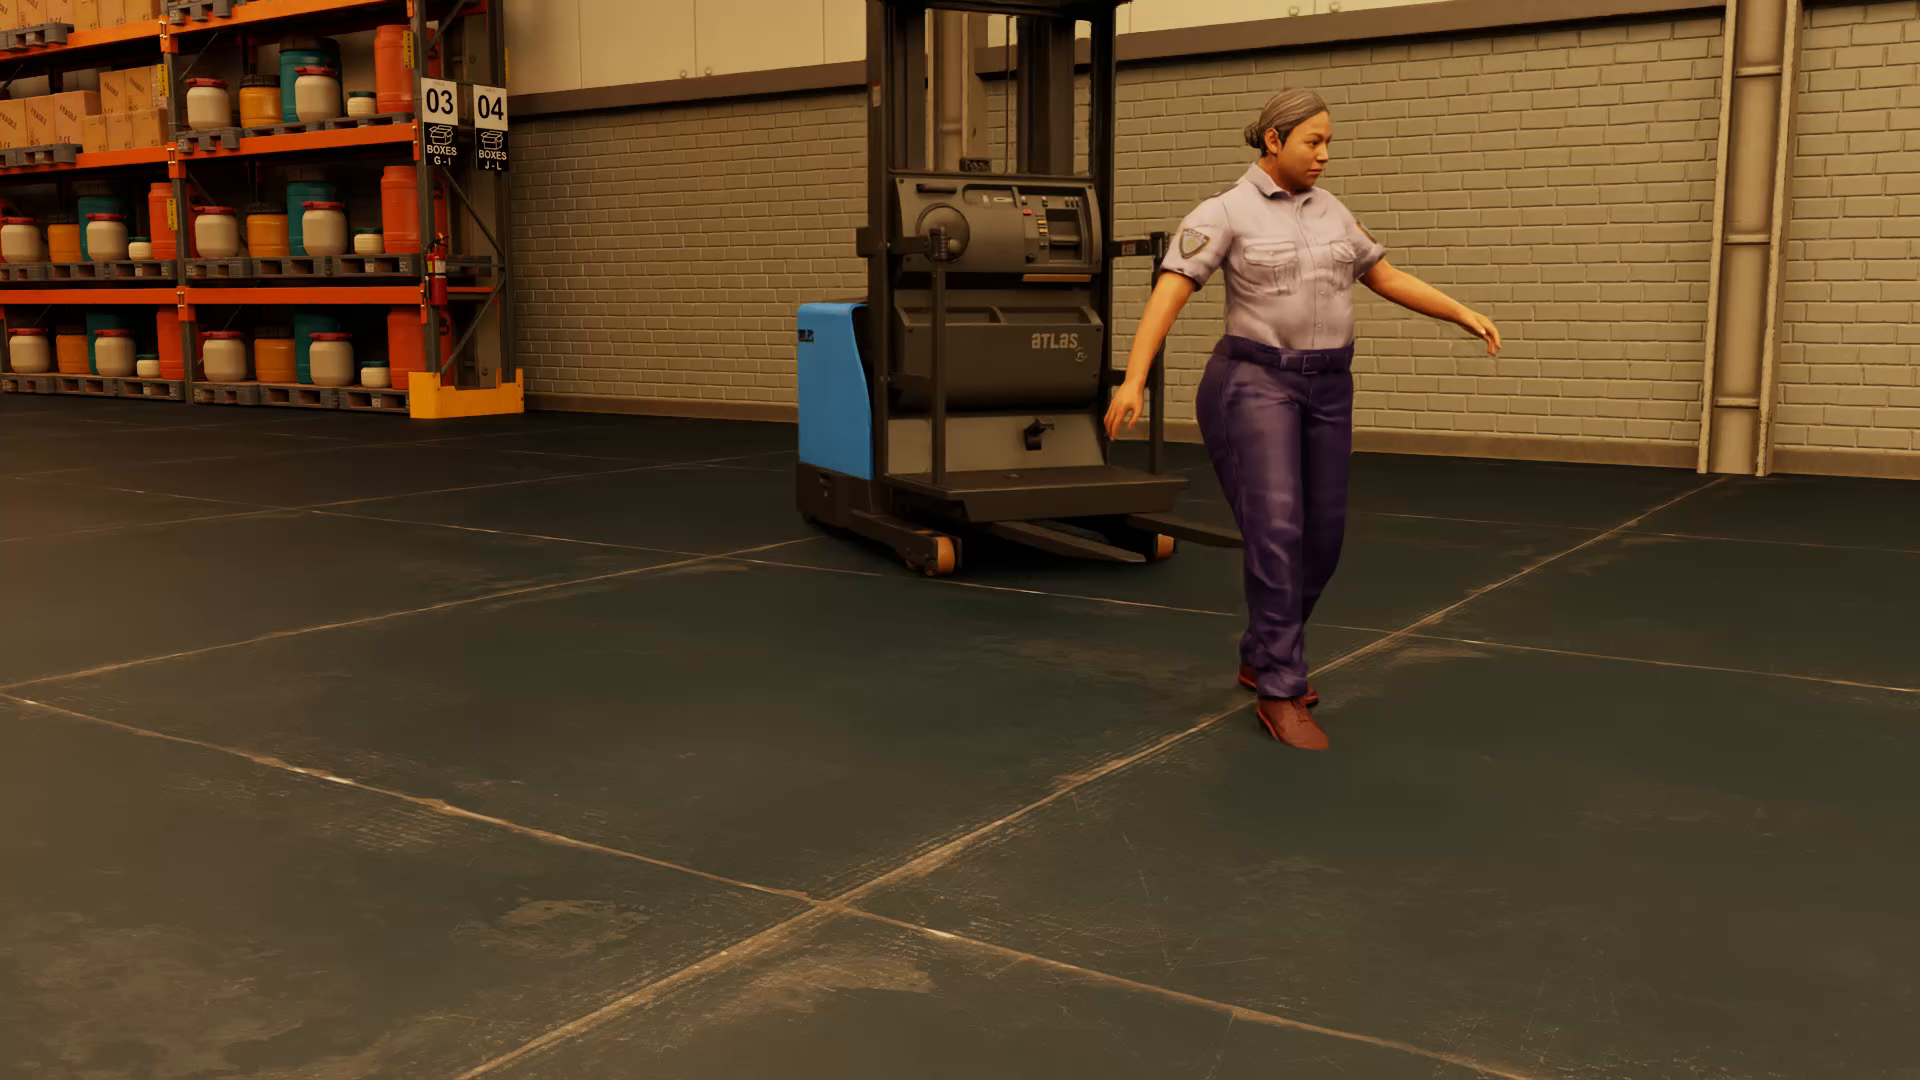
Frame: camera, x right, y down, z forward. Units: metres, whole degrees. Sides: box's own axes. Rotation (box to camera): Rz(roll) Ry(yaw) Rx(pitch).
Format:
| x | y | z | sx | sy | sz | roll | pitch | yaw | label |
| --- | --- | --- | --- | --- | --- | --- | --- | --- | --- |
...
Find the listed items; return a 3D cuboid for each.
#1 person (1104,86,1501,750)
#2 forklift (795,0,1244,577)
| x | y | z | sx | sy | sz | roll | pitch | yaw | label |
| --- | --- | --- | --- | --- | --- | --- | --- | --- | --- |
| 0.850 | -0.321 | 4.266 | 0.926 | 1.655 | 0.665 | -4 | 9 | -25 | person |
| 0.258 | -1.373 | 6.847 | 1.130 | 2.935 | 3.031 | -4 | 9 | -24 | forklift |
